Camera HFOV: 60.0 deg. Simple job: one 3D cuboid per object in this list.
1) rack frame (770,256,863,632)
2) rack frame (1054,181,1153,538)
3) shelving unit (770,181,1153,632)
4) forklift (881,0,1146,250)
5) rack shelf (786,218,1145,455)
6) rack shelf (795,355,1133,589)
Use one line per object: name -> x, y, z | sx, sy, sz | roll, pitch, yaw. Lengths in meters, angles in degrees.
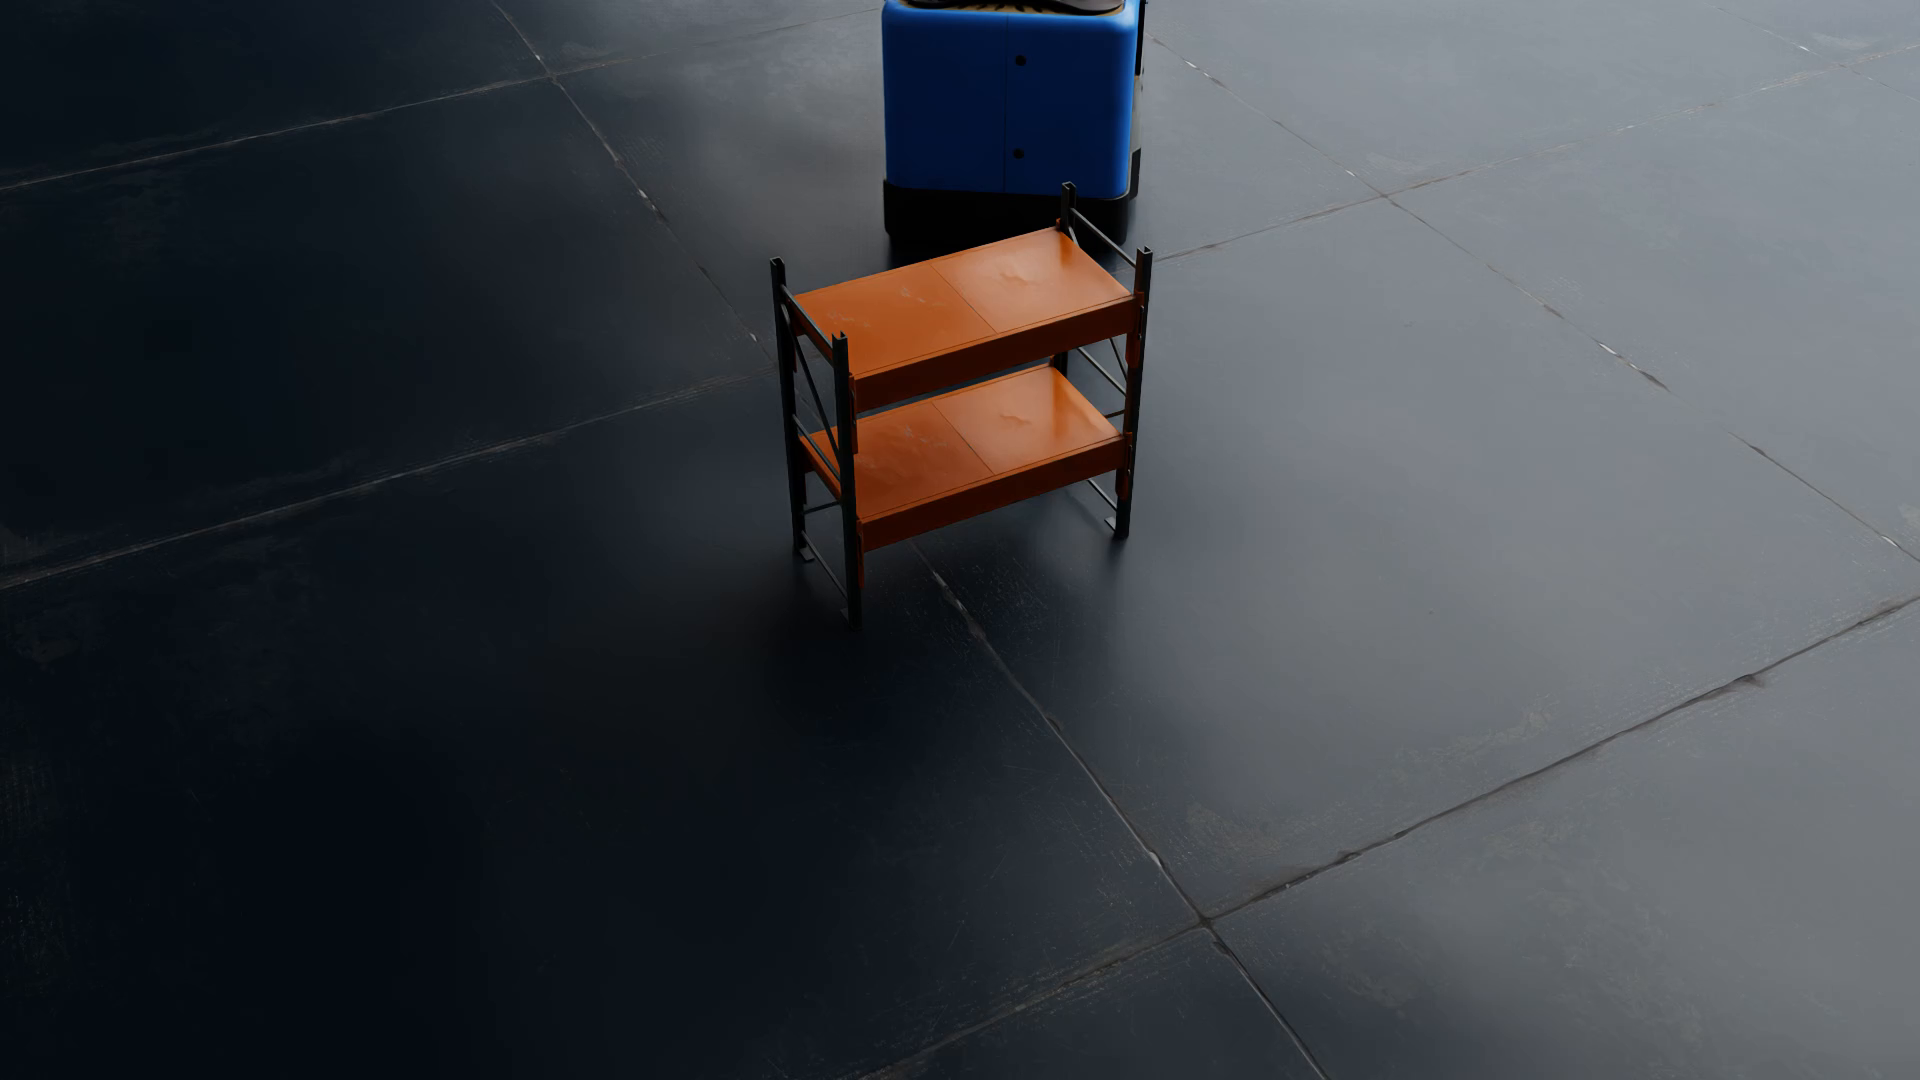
rack frame -> -0.445, -0.280, 5.210 | 0.032, 1.125, 0.500 | -19, 44, -21
rack frame -> 0.457, -0.583, 5.568 | 0.032, 1.125, 0.500 | -19, 44, -21
shelving unit -> 0.006, -0.431, 5.389 | 1.048, 1.125, 0.538 | -19, 44, -21
forklift -> 0.345, -3.302, 7.383 | 1.130, 2.935, 3.031 | 4, 40, 5
rack shelf -> 0.006, -0.655, 5.200 | 1.000, 0.278, 0.538 | -19, 44, -21
rack shelf -> 0.006, -0.245, 5.547 | 1.000, 0.278, 0.538 | -19, 44, -21
